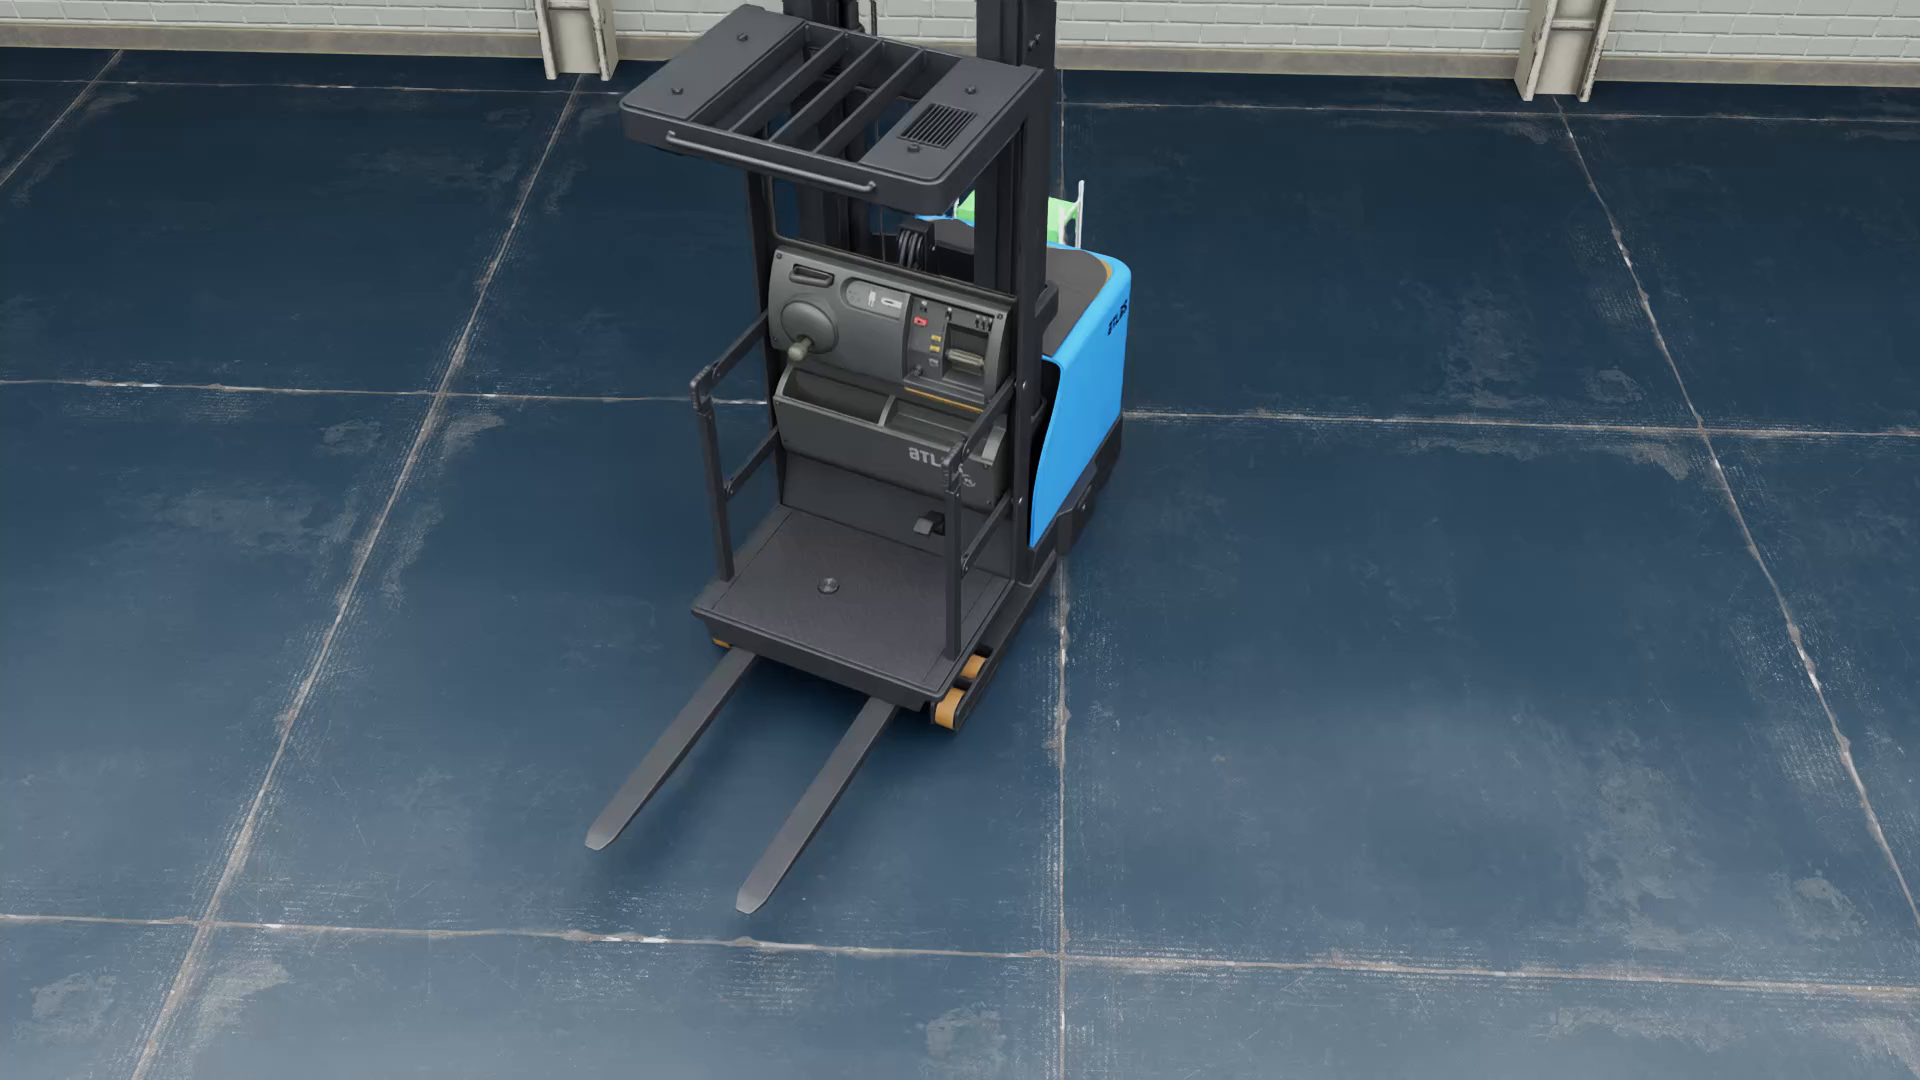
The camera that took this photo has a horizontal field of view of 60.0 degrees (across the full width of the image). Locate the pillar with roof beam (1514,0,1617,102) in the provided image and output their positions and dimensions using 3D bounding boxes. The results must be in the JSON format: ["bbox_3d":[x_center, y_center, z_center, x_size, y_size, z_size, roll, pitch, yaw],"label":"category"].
[{"bbox_3d":[3.439,-3.137,4.016,0.400,9.000,9.100,2,43,2],"label":"pillar with roof beam"}]

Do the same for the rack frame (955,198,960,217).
[{"bbox_3d":[0.033,-1.172,7.628,0.015,1.200,0.240,18,46,18],"label":"rack frame"}]

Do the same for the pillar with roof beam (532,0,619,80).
[{"bbox_3d":[-2.555,-3.322,4.214,0.400,9.000,9.100,2,43,2],"label":"pillar with roof beam"}]

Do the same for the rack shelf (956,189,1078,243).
[{"bbox_3d":[0.254,-1.406,7.269,0.480,0.148,0.258,18,46,18],"label":"rack shelf"}]

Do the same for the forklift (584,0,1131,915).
[{"bbox_3d":[-0.359,-0.682,5.832,1.130,2.935,3.031,18,46,18],"label":"forklift"}]

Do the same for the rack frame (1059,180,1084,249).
[{"bbox_3d":[0.476,-1.032,7.478,0.015,1.200,0.240,18,46,18],"label":"rack frame"}]

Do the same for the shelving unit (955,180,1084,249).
[{"bbox_3d":[0.254,-1.102,7.553,0.503,1.200,0.258,18,46,18],"label":"shelving unit"}]
